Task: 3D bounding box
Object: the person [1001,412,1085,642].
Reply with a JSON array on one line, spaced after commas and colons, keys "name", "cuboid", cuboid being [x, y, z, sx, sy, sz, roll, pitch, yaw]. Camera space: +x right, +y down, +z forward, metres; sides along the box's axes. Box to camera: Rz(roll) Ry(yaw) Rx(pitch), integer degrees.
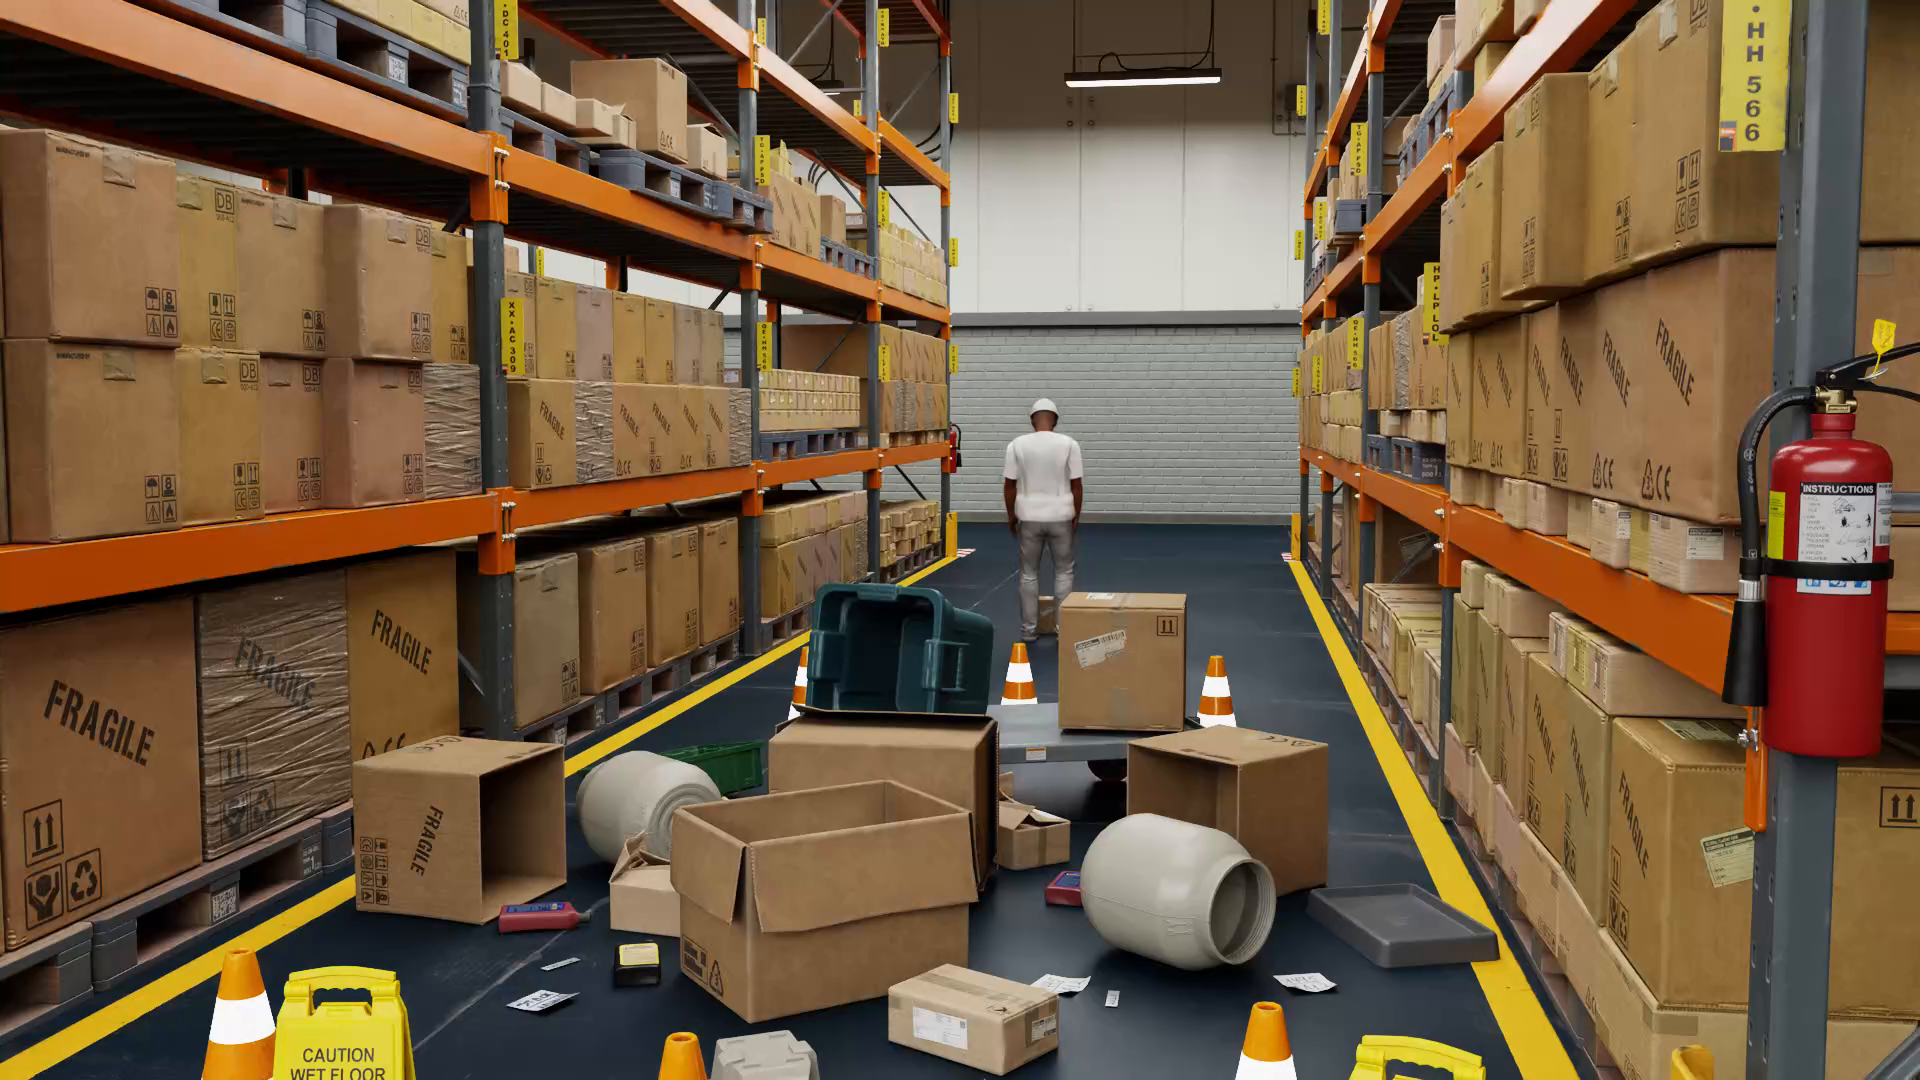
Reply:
[{"name": "person", "cuboid": [0.601, -0.100, 12.036, 0.610, 1.652, 0.554, 1, 5, 10]}]
